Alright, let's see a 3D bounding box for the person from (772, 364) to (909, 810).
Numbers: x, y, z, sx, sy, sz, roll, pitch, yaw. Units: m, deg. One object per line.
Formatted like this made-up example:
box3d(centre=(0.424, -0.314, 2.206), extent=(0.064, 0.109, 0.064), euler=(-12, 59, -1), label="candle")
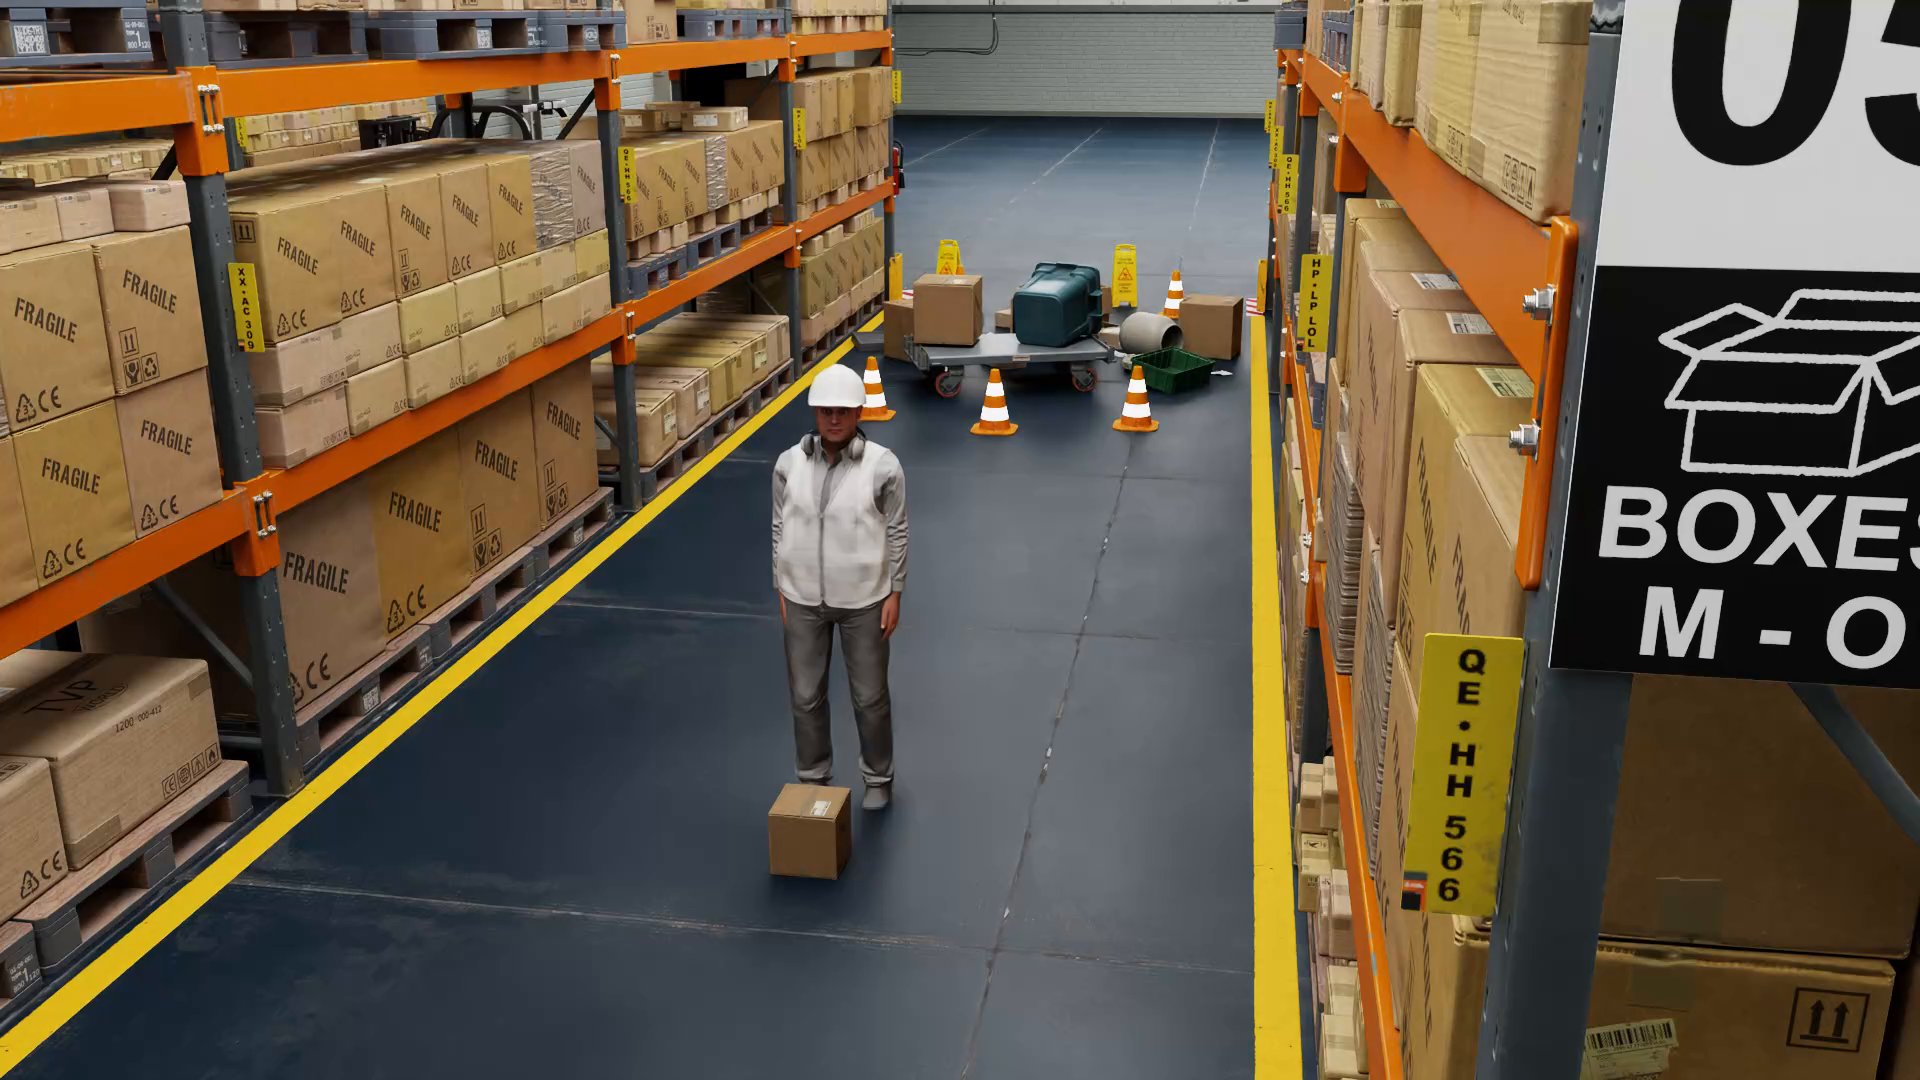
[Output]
box3d(centre=(-0.462, 0.236, 6.376), extent=(0.533, 1.829, 0.368), euler=(3, 18, 10), label="person")
